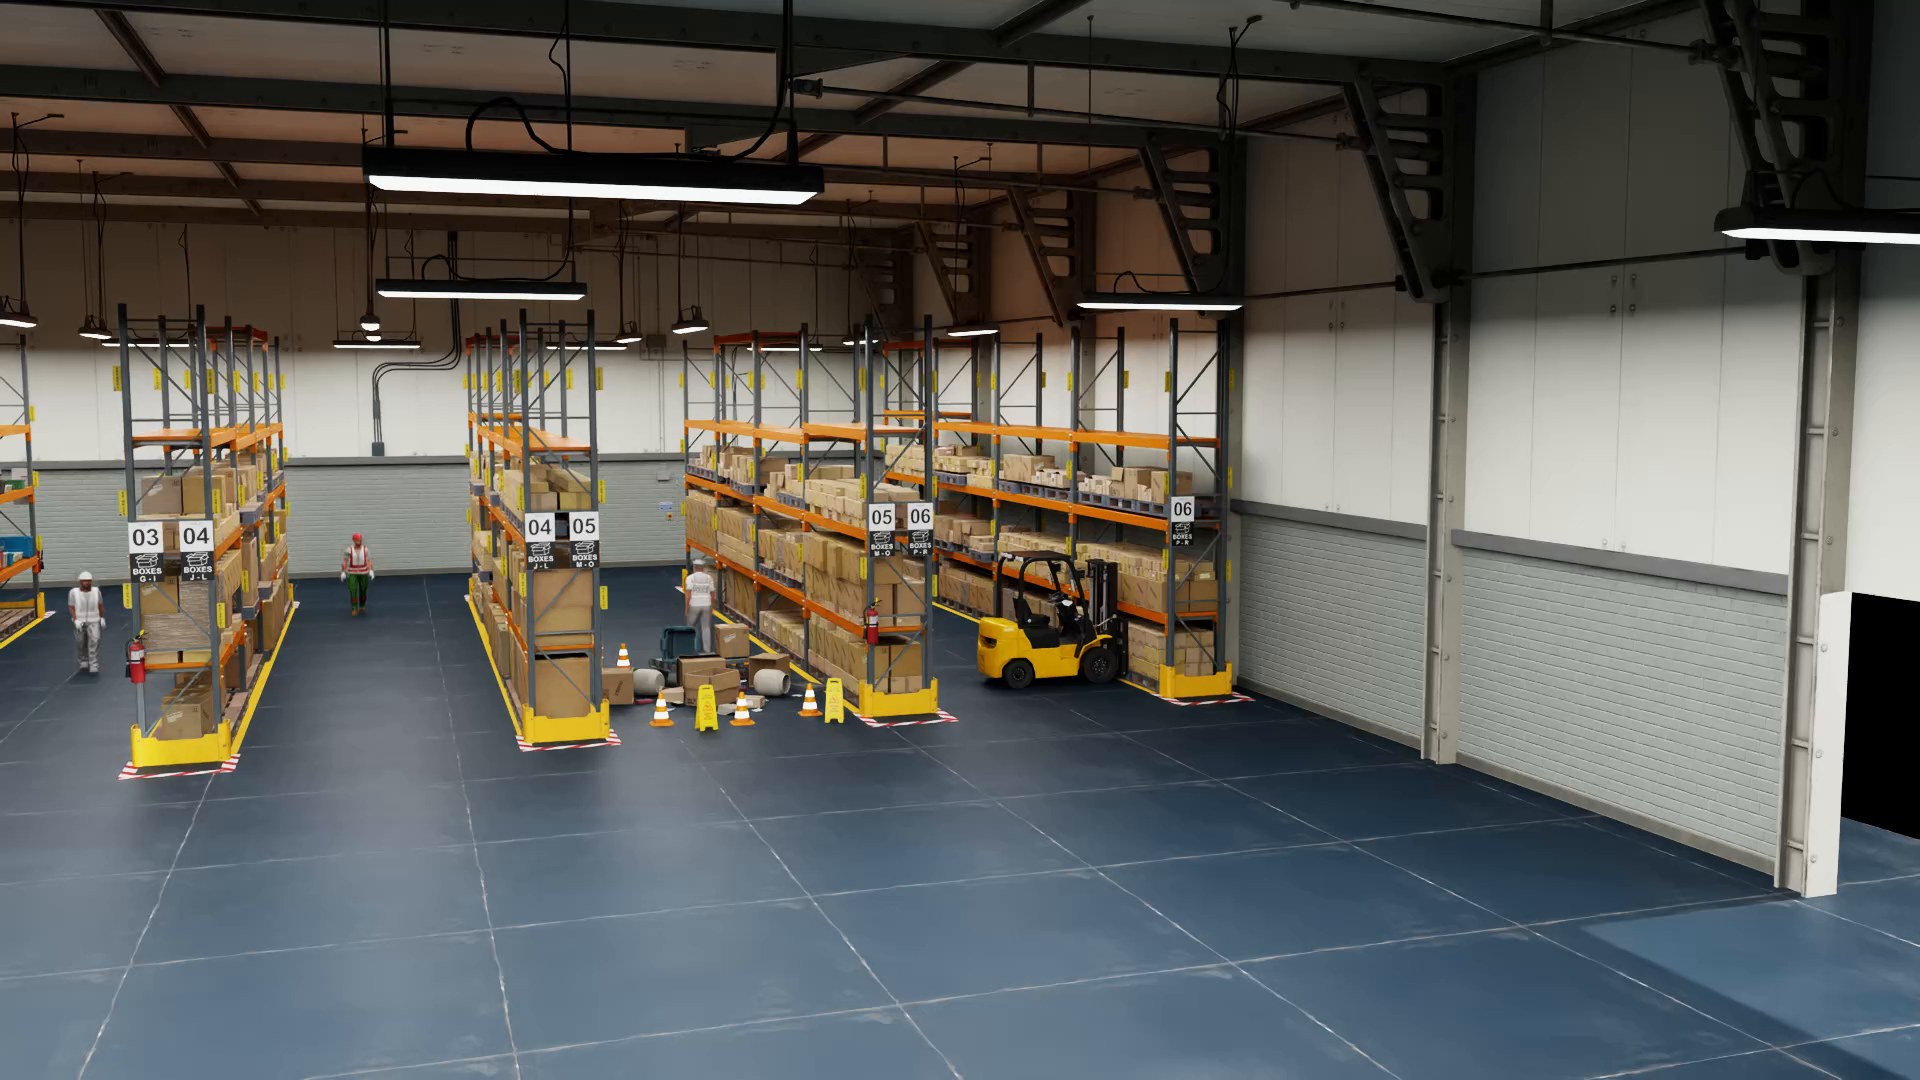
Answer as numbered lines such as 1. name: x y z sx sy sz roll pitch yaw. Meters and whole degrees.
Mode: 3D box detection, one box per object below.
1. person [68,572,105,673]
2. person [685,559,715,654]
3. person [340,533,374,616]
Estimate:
1. person: -15.033 1.406 28.668 0.574 1.725 0.995 -4 7 -34
2. person: -4.774 1.268 30.483 0.600 1.812 0.609 -3 6 -30
3. person: -12.962 0.718 35.752 0.690 1.724 1.034 -2 6 -18
